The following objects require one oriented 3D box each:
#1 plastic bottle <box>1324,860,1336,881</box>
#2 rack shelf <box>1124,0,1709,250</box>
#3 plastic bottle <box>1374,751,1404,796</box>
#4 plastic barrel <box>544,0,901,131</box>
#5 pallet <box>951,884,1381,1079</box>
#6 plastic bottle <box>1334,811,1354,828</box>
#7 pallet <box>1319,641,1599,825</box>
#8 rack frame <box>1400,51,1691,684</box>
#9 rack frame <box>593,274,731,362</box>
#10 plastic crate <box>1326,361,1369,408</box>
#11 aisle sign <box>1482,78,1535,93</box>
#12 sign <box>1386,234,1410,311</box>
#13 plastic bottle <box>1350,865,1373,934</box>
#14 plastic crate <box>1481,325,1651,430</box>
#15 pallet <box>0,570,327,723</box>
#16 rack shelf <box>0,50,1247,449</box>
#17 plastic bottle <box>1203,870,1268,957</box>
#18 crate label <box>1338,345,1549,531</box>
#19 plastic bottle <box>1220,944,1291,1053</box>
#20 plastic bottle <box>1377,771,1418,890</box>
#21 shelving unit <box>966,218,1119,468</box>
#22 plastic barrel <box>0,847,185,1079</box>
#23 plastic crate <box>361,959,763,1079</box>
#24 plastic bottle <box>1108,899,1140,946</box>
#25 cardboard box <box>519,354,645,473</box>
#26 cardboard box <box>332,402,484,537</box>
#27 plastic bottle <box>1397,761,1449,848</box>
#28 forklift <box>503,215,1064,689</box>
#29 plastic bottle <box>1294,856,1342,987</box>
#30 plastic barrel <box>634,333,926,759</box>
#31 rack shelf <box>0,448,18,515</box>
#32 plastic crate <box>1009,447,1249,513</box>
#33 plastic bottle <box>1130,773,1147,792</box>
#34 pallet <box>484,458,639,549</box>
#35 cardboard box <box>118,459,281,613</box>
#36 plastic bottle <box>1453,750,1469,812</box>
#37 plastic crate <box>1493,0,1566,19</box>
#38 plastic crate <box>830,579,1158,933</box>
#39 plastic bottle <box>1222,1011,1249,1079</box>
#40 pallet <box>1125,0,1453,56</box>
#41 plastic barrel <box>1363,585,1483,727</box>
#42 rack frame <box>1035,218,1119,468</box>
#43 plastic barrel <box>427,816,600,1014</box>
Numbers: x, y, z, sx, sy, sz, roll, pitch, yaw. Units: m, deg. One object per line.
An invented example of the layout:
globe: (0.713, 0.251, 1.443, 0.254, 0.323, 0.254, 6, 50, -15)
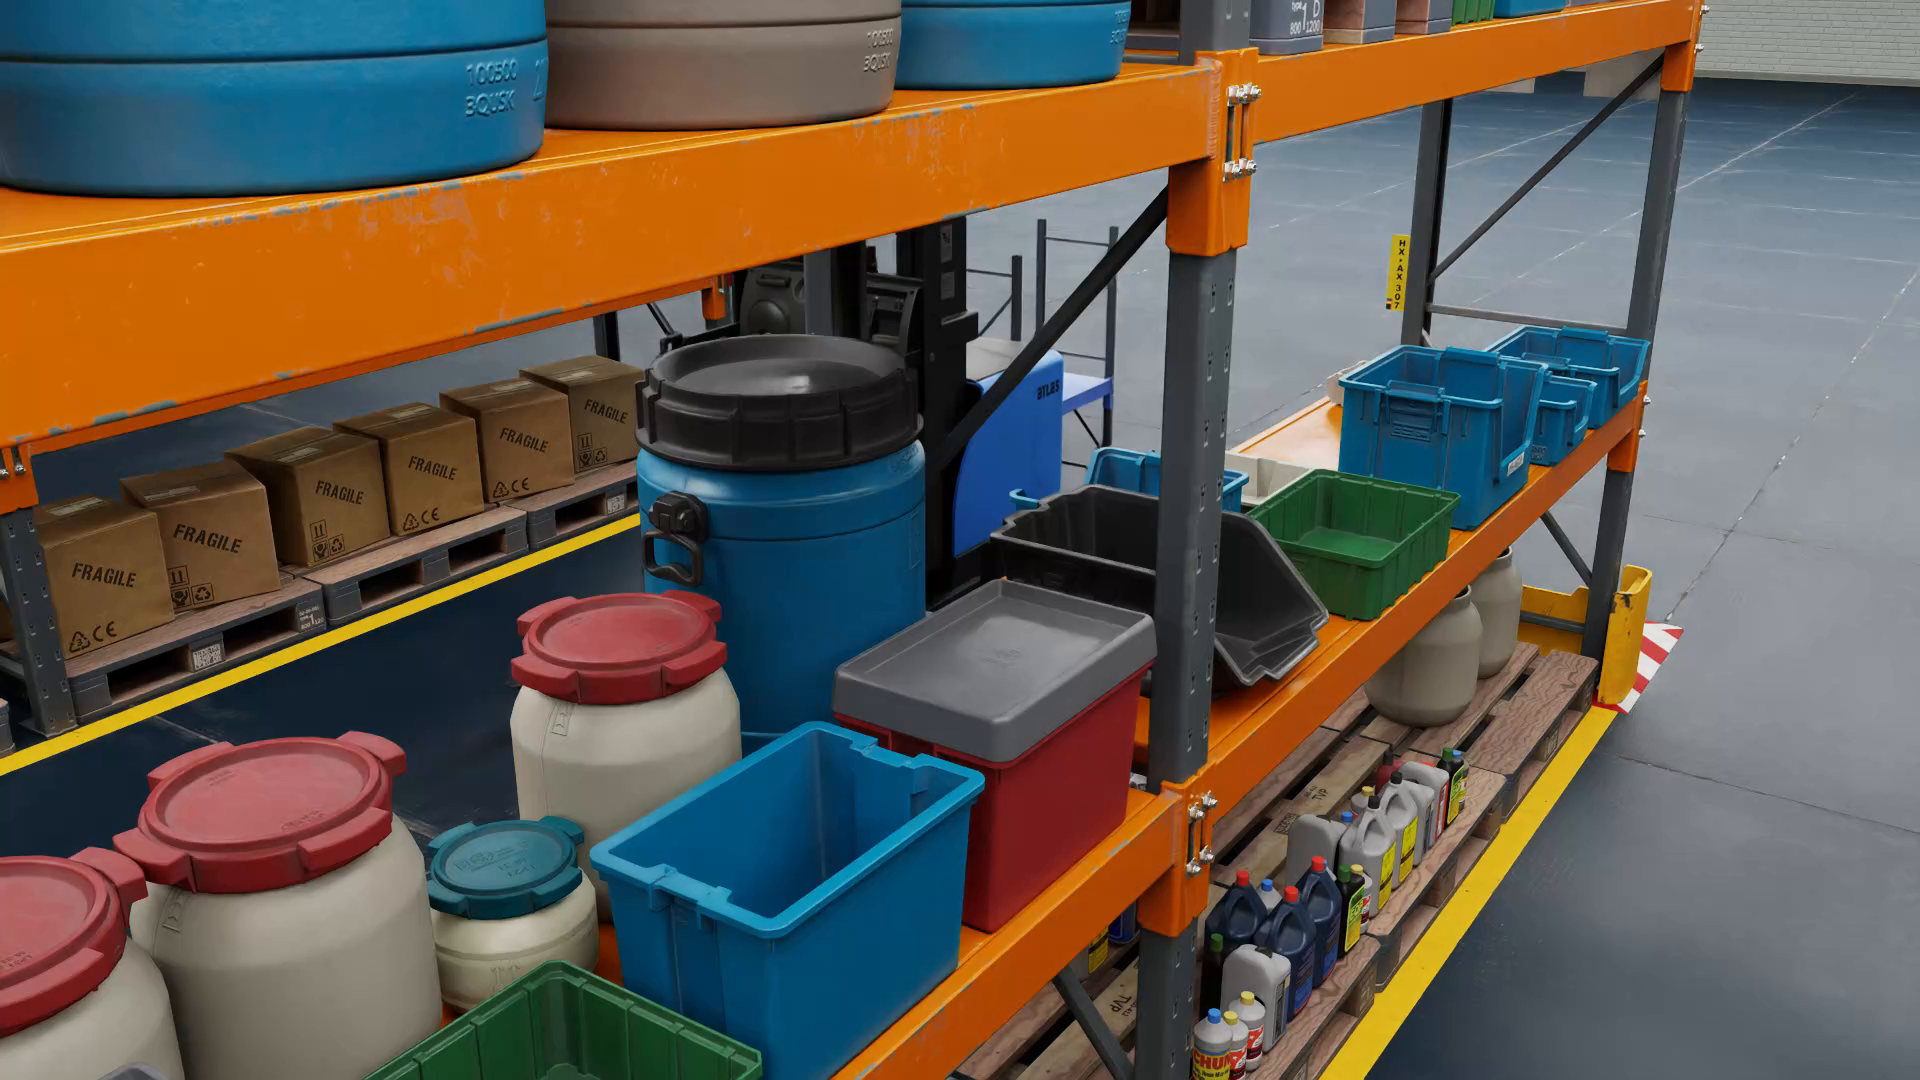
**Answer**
plastic bottle: (1.050, 1.059, 4.876, 0.097, 0.271, 0.097, 0, 20, 0)
rack shelf: (1.219, -1.403, 4.947, 1.077, 0.370, 4.000, 13, 24, 32)
plastic bottle: (1.421, 0.819, 5.508, 0.061, 0.283, 0.133, 13, 24, 32)
plastic barrel: (-0.379, -1.026, 2.168, 0.600, 0.901, 0.600, 0, 20, 0)
pallet: (0.507, 1.364, 4.774, 1.003, 0.211, 1.213, 13, 24, 32)
plastic bottle: (1.217, 0.955, 5.258, 0.097, 0.201, 0.097, 0, 20, 0)
pallet: (1.878, 0.664, 6.667, 1.003, 0.211, 1.213, 13, 24, 32)
rack frame: (2.343, -0.907, 6.894, 1.000, 3.000, 0.127, 13, 24, 32)
rack frame: (-1.753, -1.873, 9.505, 1.000, 3.000, 0.127, 13, 24, 32)
plastic crate: (1.574, -0.590, 6.415, 0.298, 0.136, 0.250, 13, 24, 32)
aisle sign: (2.142, -2.204, 6.653, 0.394, 0.787, 0.004, 13, 24, 32)
sign: (1.891, -1.146, 7.139, 0.100, 0.325, 0.005, 13, 24, 32)
plastic bottle: (1.176, 1.065, 4.961, 0.097, 0.201, 0.097, 0, 20, 0)
plastic crate: (2.309, -0.636, 6.374, 0.499, 0.251, 0.616, 13, 24, 32)
pallet: (-3.653, 0.383, 7.426, 1.003, 0.211, 1.213, 13, 24, 32)
rack shelf: (-1.029, -0.255, 1.844, 1.077, 0.370, 4.000, 13, 24, 32)
plastic bottle: (0.773, 1.098, 4.658, 0.144, 0.351, 0.185, 13, 24, 32)
crate label: (1.532, -0.343, 5.318, 0.502, 0.435, 0.616, 13, 24, 32)
plastic bottle: (0.796, 1.208, 4.469, 0.152, 0.276, 0.135, 14, 25, 34)
plastic bottle: (1.341, 0.896, 5.202, 0.144, 0.351, 0.185, 14, 25, 34)
shelving unit: (0.370, -0.902, 9.041, 0.538, 1.500, 1.048, 13, 24, 31)
plastic barrel: (-1.280, 0.743, 2.236, 0.433, 0.535, 0.433, 0, 20, 0)
plastic crate: (-0.651, 0.895, 2.328, 0.450, 0.188, 0.662, 13, 24, 32)
plastic bottle: (0.463, 1.037, 4.929, 0.152, 0.276, 0.135, 13, 24, 32)
cardboard box: (-2.118, -0.722, 9.391, 0.500, 0.500, 0.500, 19, 28, 42)
cardboard box: (-2.793, -0.368, 8.433, 0.500, 0.500, 0.500, 16, 26, 37)
plastic bottle: (1.509, 0.843, 5.453, 0.152, 0.276, 0.135, 13, 24, 32)
forklift: (-0.701, -0.970, 7.164, 1.130, 2.935, 3.031, 13, 24, 31)
plastic bottle: (0.998, 1.072, 4.728, 0.144, 0.351, 0.185, 12, 24, 30)
plastic barrel: (-0.373, 0.057, 3.564, 0.600, 0.901, 0.708, 13, 24, 32)
rack shelf: (-5.126, 0.186, 4.976, 1.077, 0.370, 4.000, 13, 24, 32)
plastic crate: (0.492, -0.060, 4.819, 0.499, 0.251, 0.616, 13, 24, 32)
plastic bottle: (0.603, 0.877, 5.362, 0.152, 0.276, 0.135, 14, 24, 33)
pallet: (-2.282, -0.317, 9.319, 1.003, 0.211, 1.213, 13, 24, 32)
cardboard box: (-3.428, -0.023, 7.501, 0.500, 0.500, 0.500, -15, 25, -35)
plastic bottle: (1.674, 0.811, 5.647, 0.097, 0.201, 0.097, 0, 20, 0)
plastic crate: (1.520, -1.701, 4.738, 0.392, 0.384, 0.575, 13, 24, 32)
plastic crate: (0.076, 0.409, 3.243, 0.402, 0.464, 0.583, 13, 24, 32)
plastic bottle: (0.694, 1.311, 4.295, 0.097, 0.201, 0.097, 0, 20, 0)
pallet: (0.420, -1.304, 3.915, 1.213, 0.211, 1.003, 13, 24, 32)
plastic barrel: (1.755, 0.410, 6.313, 0.421, 0.512, 0.421, 0, 20, 0)
rack frame: (0.649, -1.049, 9.440, 0.500, 1.500, 0.032, 13, 24, 31)
plastic barrel: (-0.776, 0.655, 2.869, 0.301, 0.262, 0.301, 0, 20, 0)
